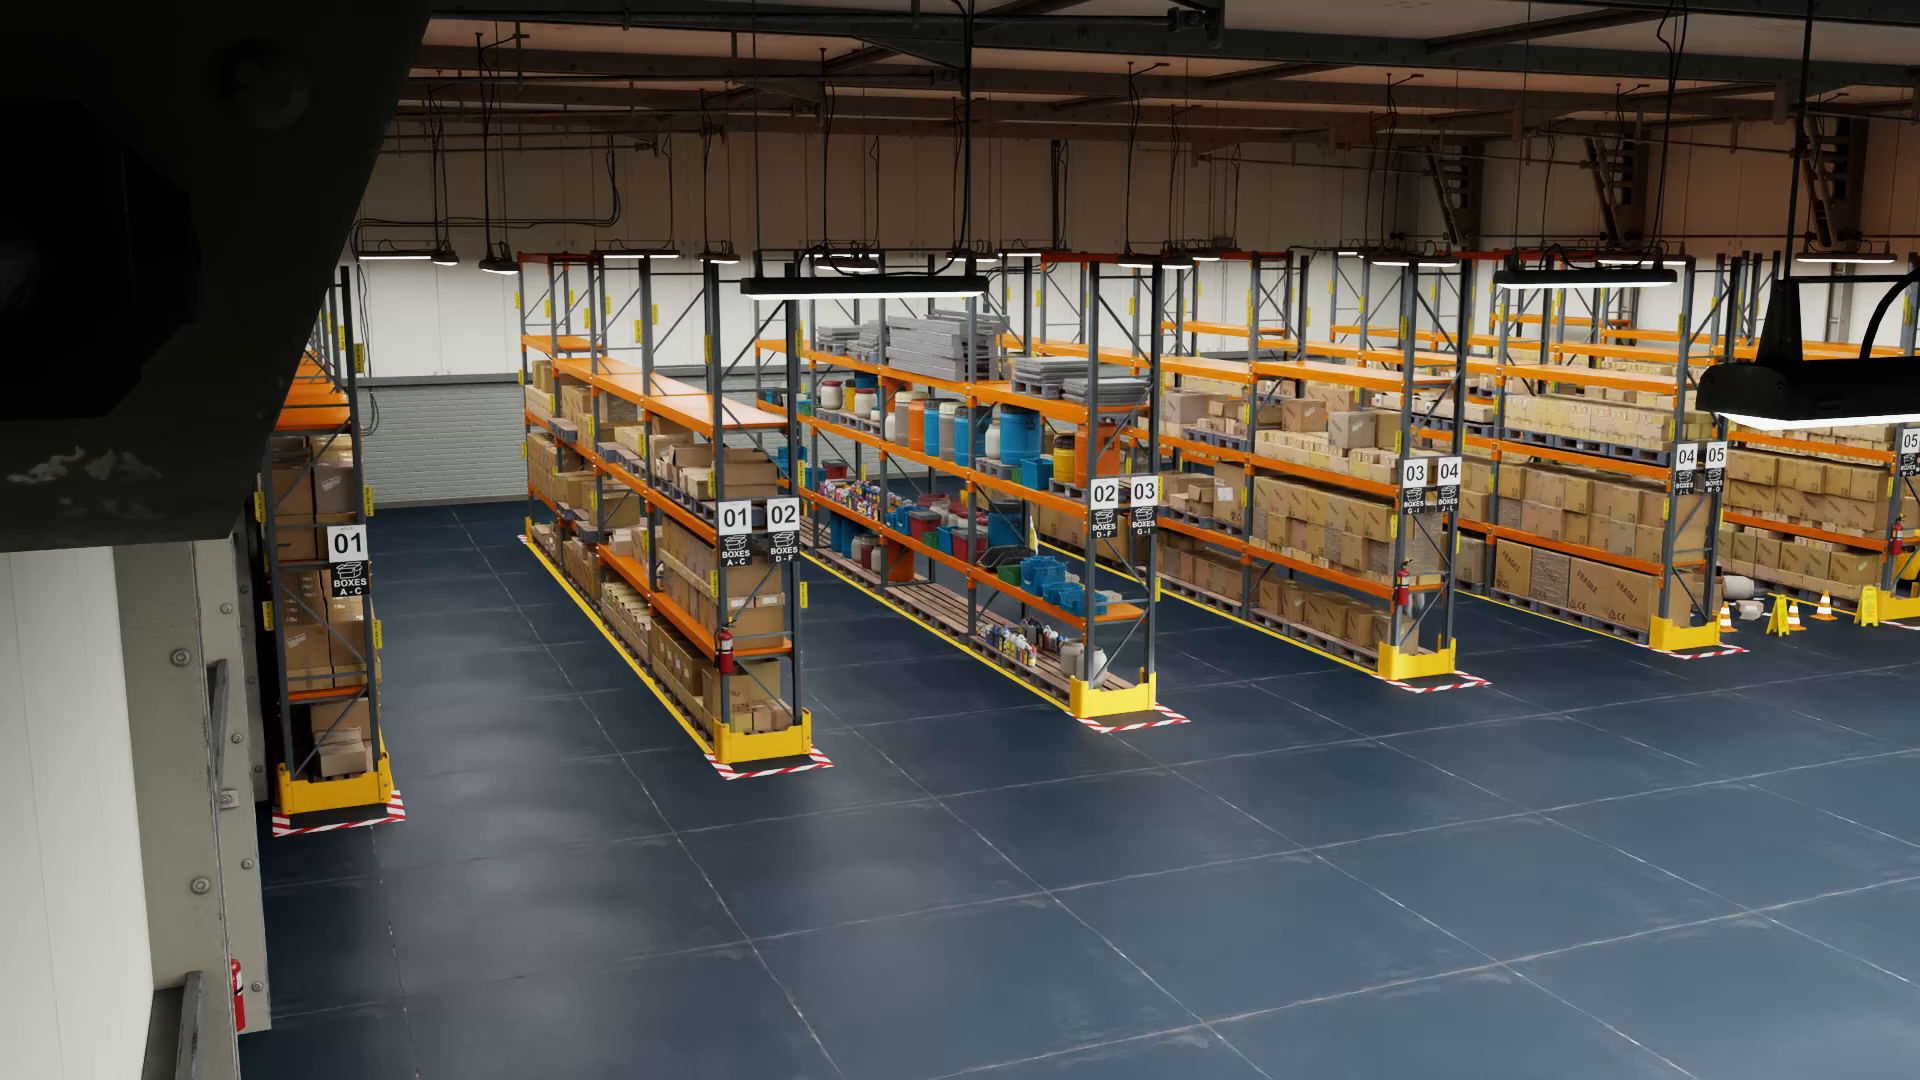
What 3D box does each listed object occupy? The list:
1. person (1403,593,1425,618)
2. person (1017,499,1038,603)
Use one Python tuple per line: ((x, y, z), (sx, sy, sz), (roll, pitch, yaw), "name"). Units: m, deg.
((7.279, 0.674, 26.854), (0.539, 1.642, 0.623), (-1, 10, -8), "person")
((1.039, 0.156, 27.976), (0.538, 1.716, 0.596), (-4, 11, -20), "person")
